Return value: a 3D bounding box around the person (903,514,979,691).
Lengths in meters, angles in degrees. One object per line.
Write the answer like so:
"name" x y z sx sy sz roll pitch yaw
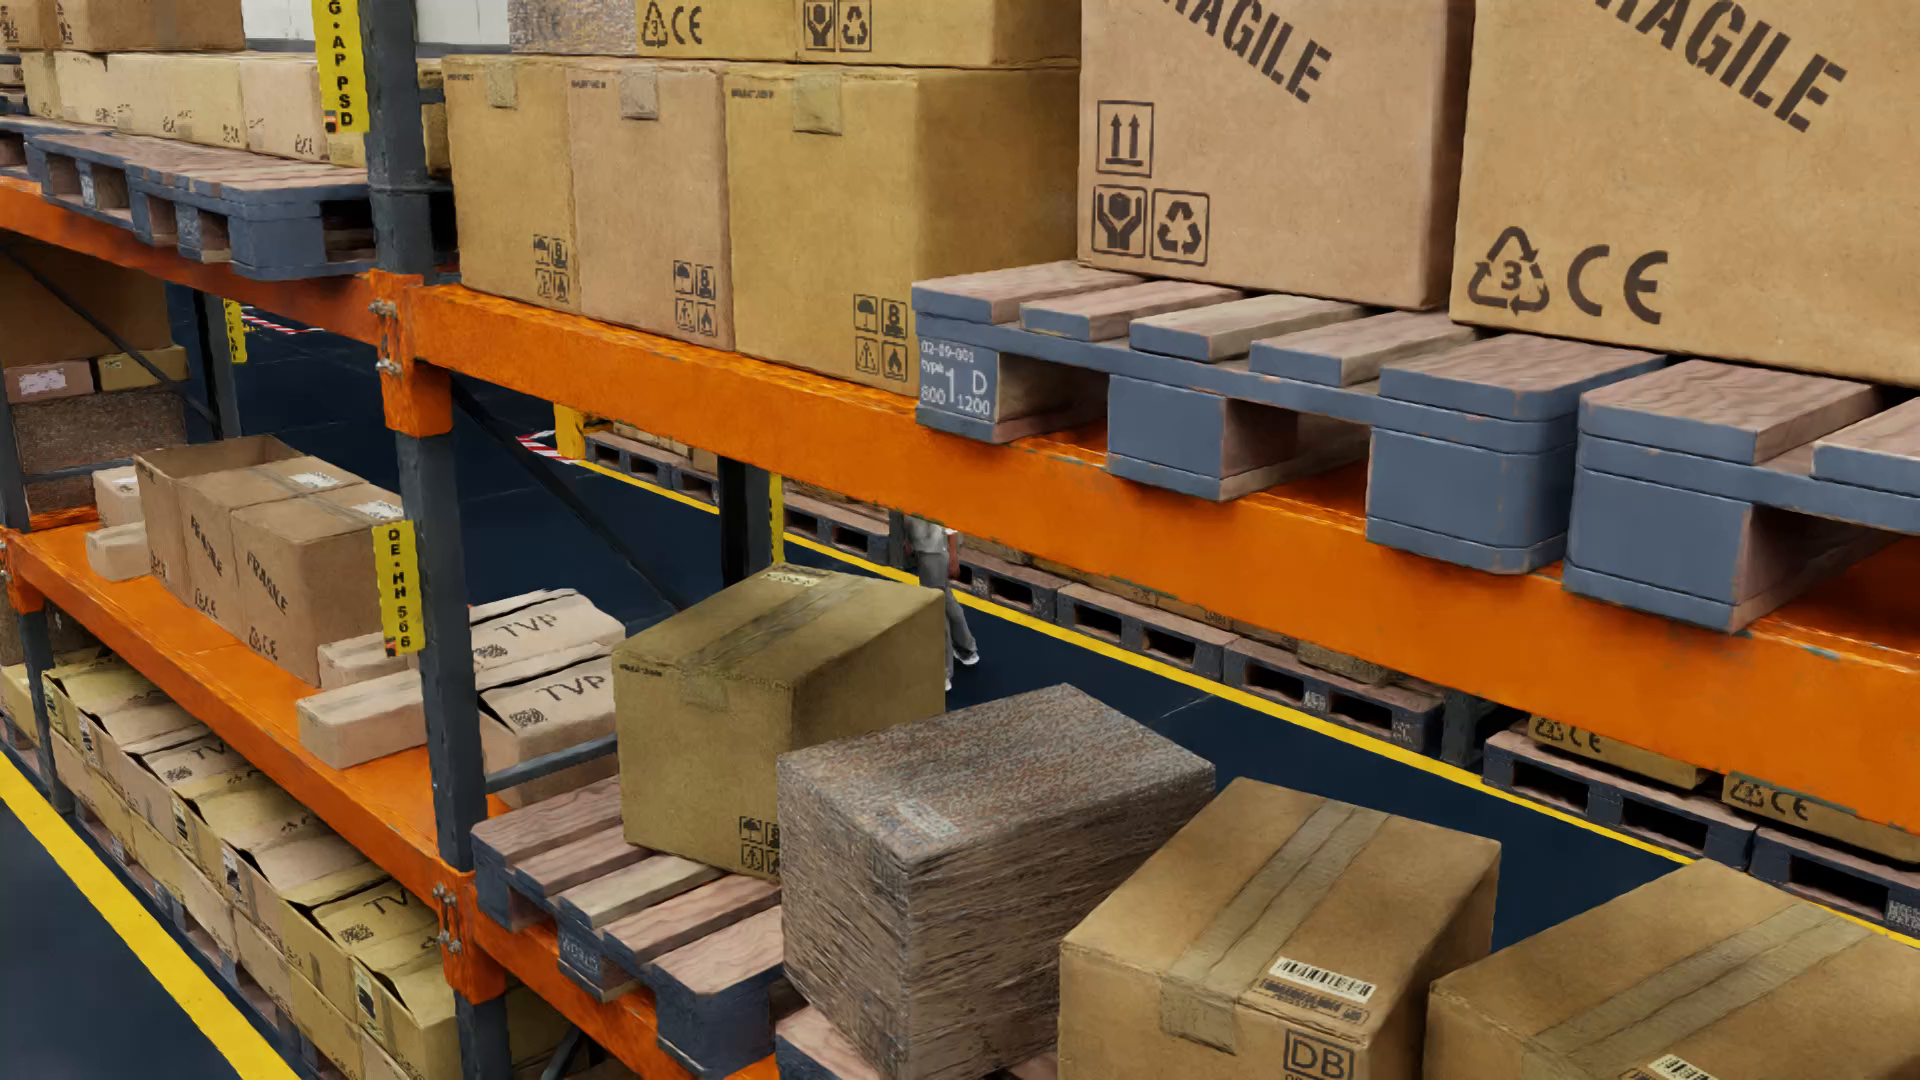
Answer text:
"person" -0.104 -0.012 8.607 0.449 1.589 0.592 -3 18 -10
